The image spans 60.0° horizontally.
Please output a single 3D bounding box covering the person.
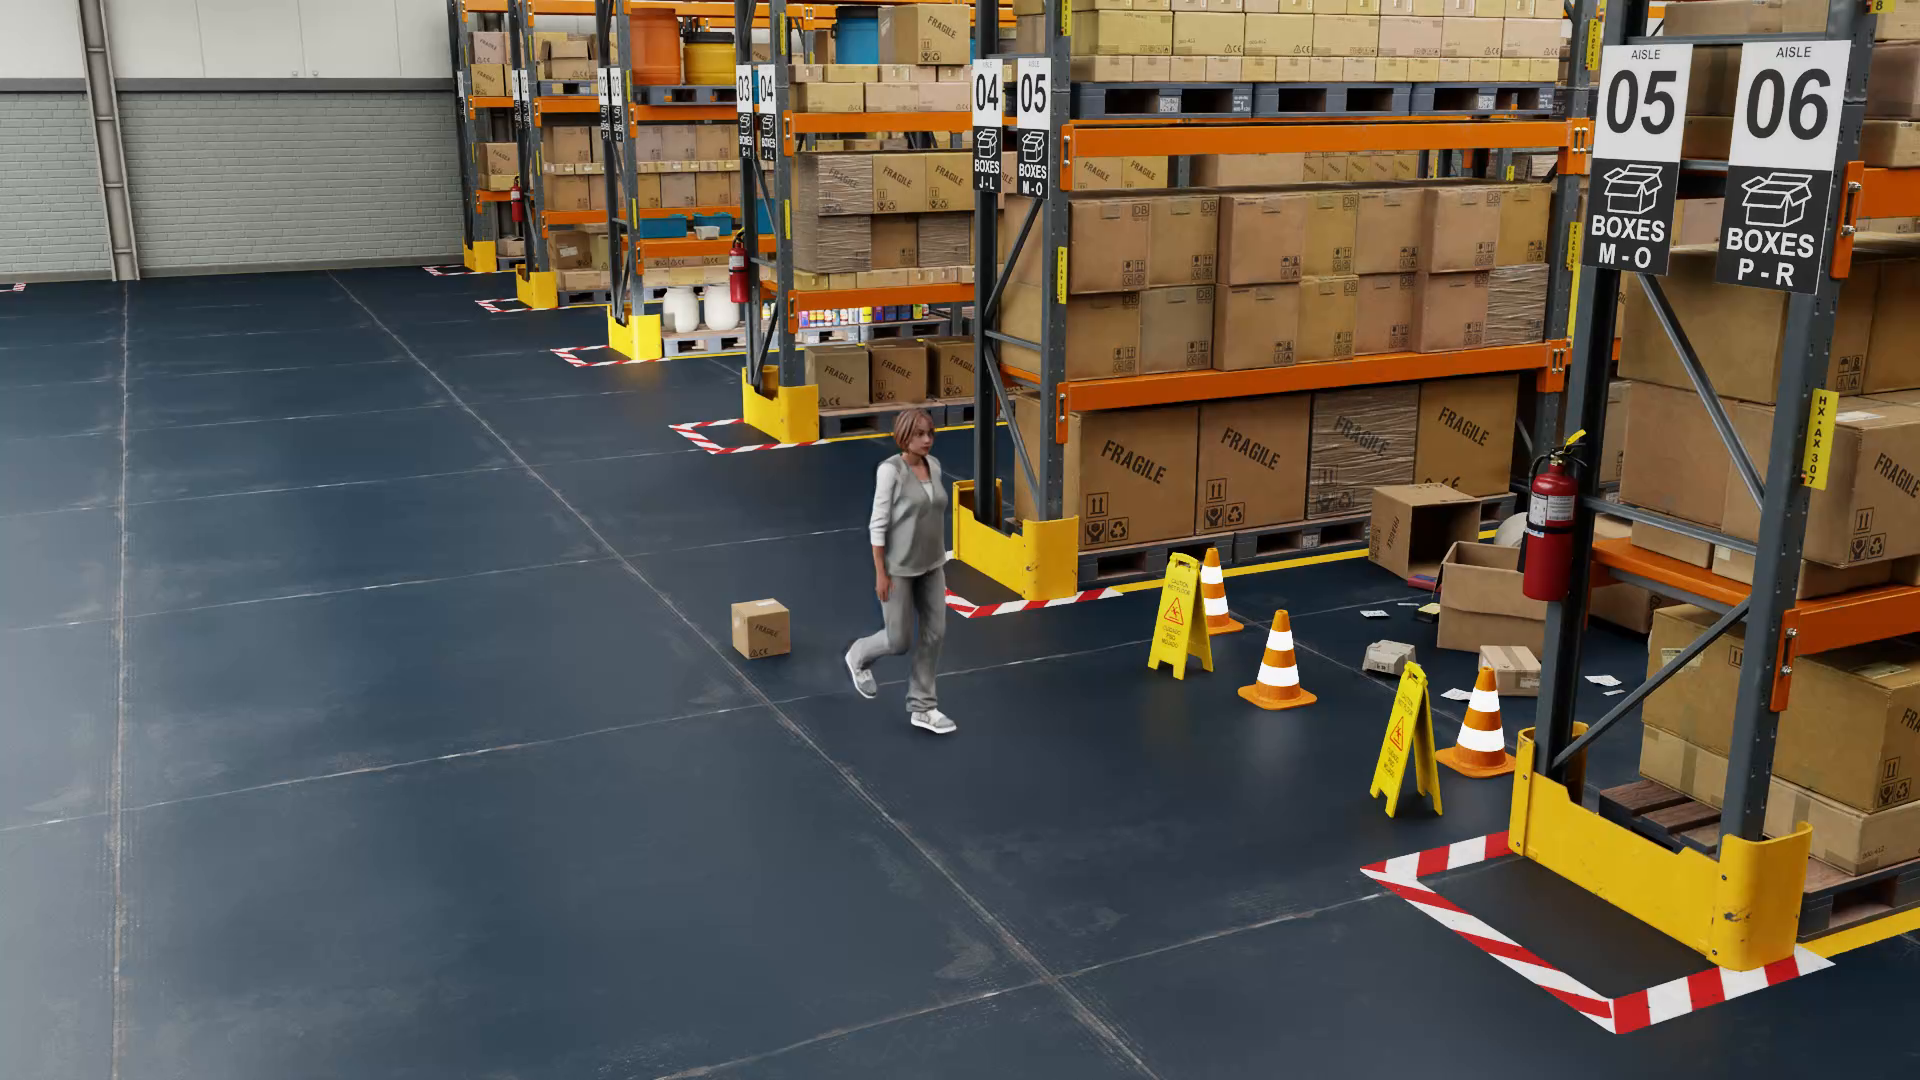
[{"bbox_3d":[-0.289,0.132,8.020,0.424,1.567,0.661,-14,21,-40],"label":"person"}]
